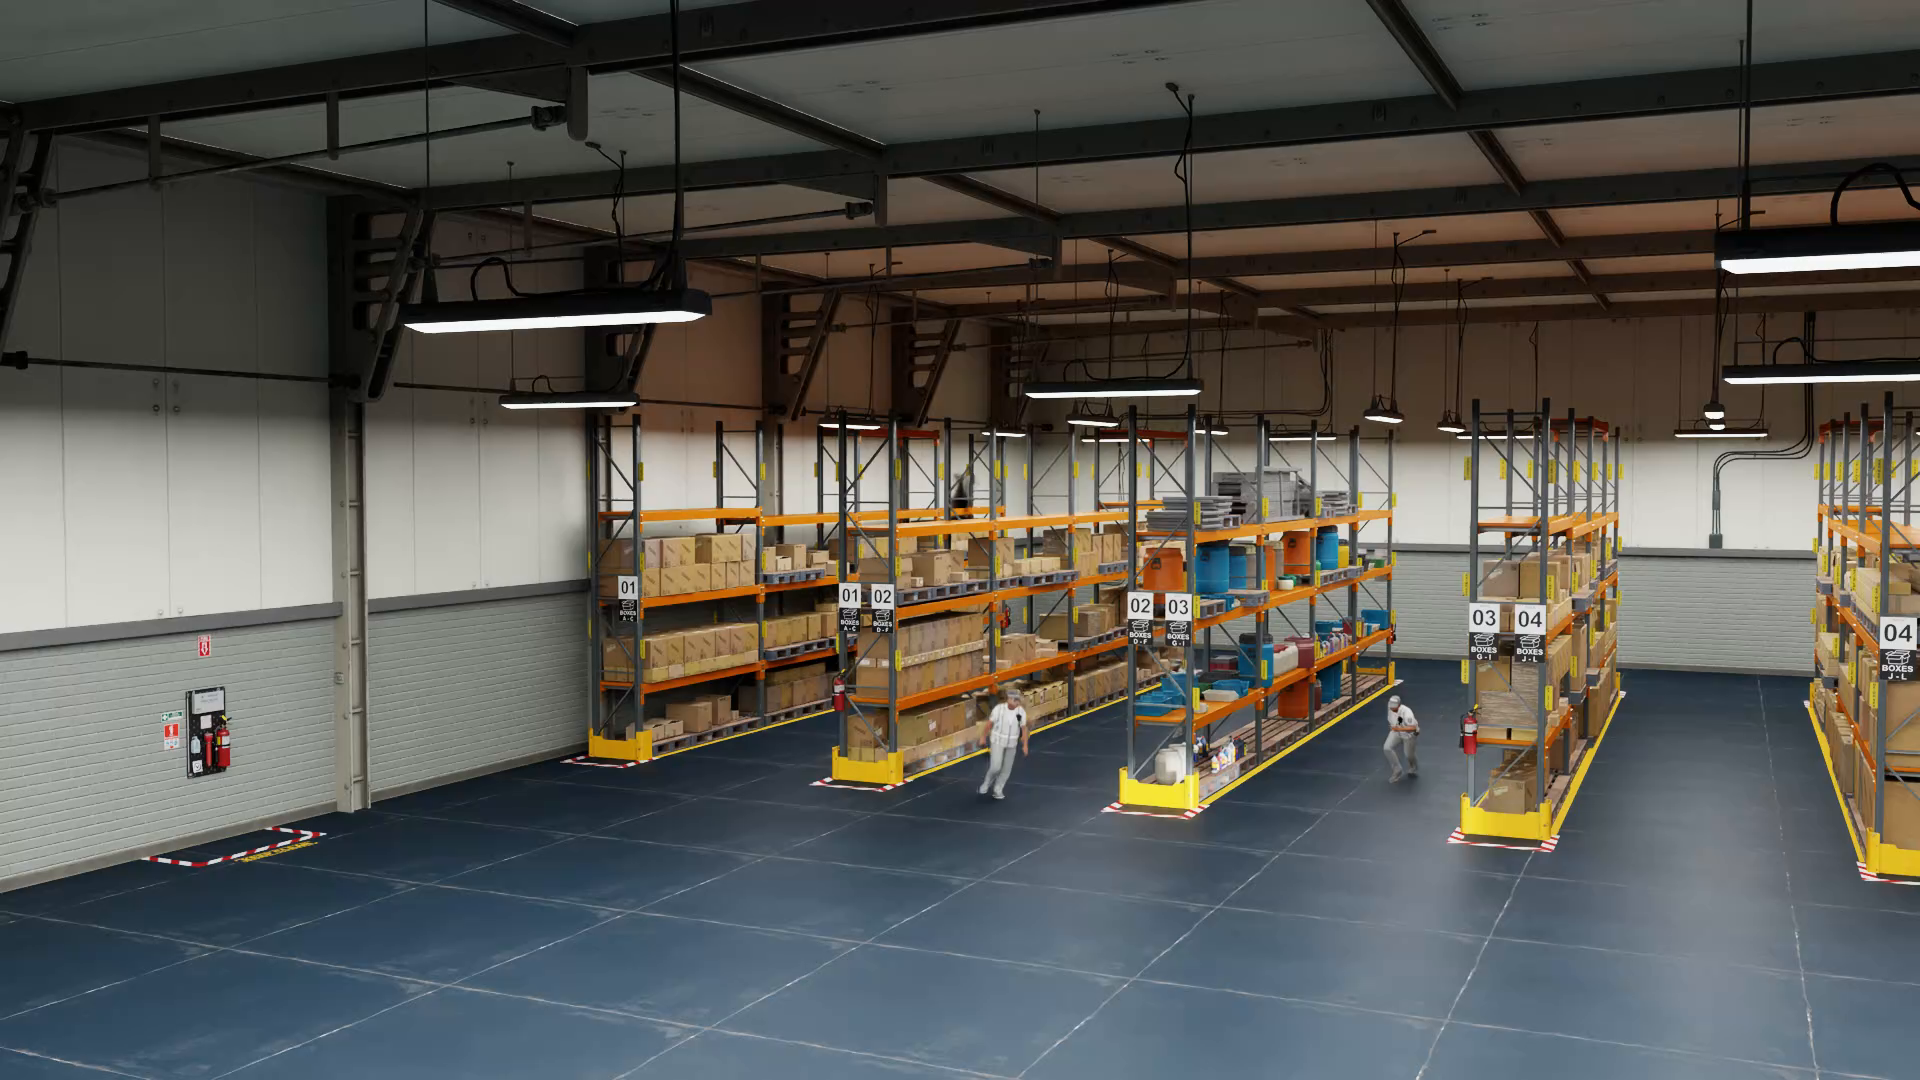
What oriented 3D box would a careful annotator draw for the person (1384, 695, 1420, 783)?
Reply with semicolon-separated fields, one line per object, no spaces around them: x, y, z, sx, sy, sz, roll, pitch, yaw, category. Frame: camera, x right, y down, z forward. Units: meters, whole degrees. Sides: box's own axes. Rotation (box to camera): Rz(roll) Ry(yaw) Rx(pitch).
7.205;3.192;26.944;0.582;1.440;1.152;2;3;42;person

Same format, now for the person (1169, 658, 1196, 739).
4.247;2.951;31.321;0.588;1.511;1.023;2;3;41;person

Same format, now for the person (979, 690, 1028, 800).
0.664;3.114;25.381;0.692;1.700;0.610;-1;2;-19;person
